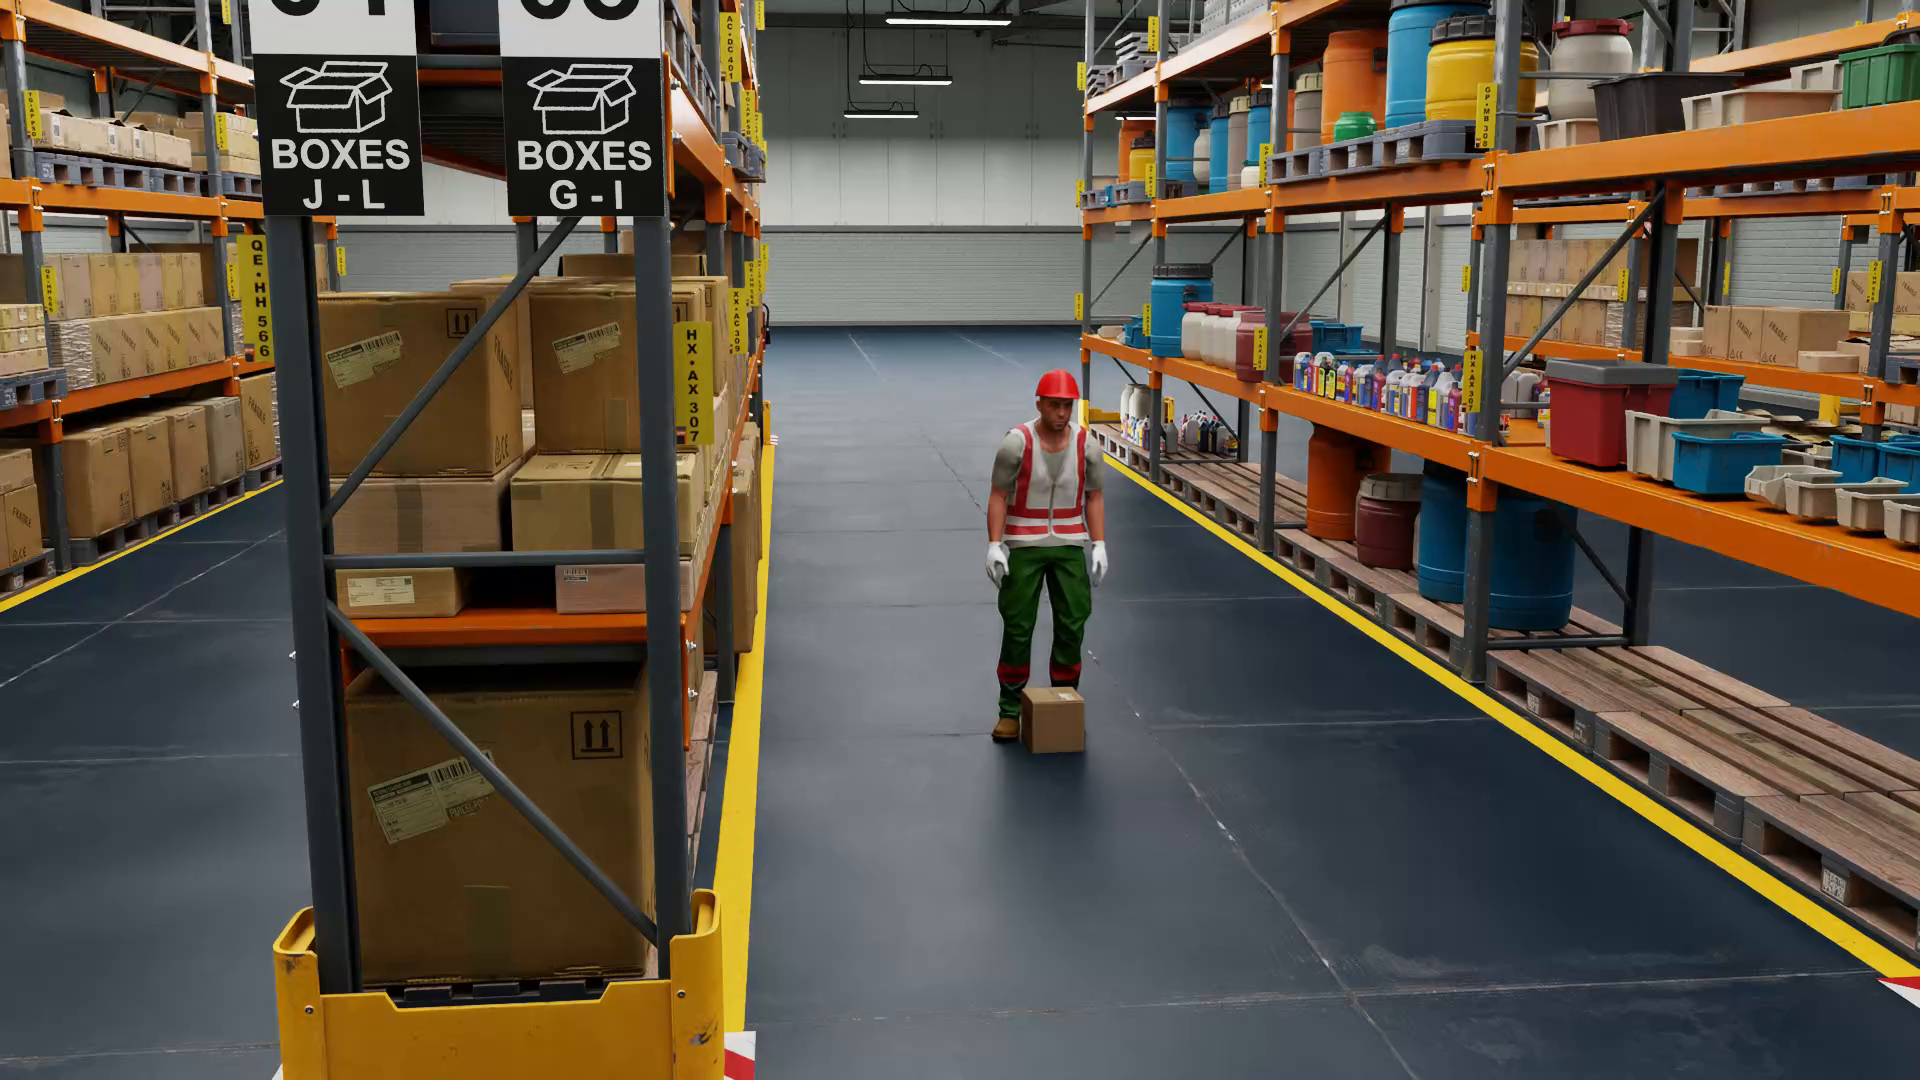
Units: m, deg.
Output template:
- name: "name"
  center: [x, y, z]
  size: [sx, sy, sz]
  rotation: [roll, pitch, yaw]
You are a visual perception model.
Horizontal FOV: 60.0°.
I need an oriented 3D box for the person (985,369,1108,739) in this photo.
- name: "person"
  center: [0.421, 0.065, 7.988]
  size: [0.609, 1.777, 0.453]
  rotation: [-2, 10, -9]
